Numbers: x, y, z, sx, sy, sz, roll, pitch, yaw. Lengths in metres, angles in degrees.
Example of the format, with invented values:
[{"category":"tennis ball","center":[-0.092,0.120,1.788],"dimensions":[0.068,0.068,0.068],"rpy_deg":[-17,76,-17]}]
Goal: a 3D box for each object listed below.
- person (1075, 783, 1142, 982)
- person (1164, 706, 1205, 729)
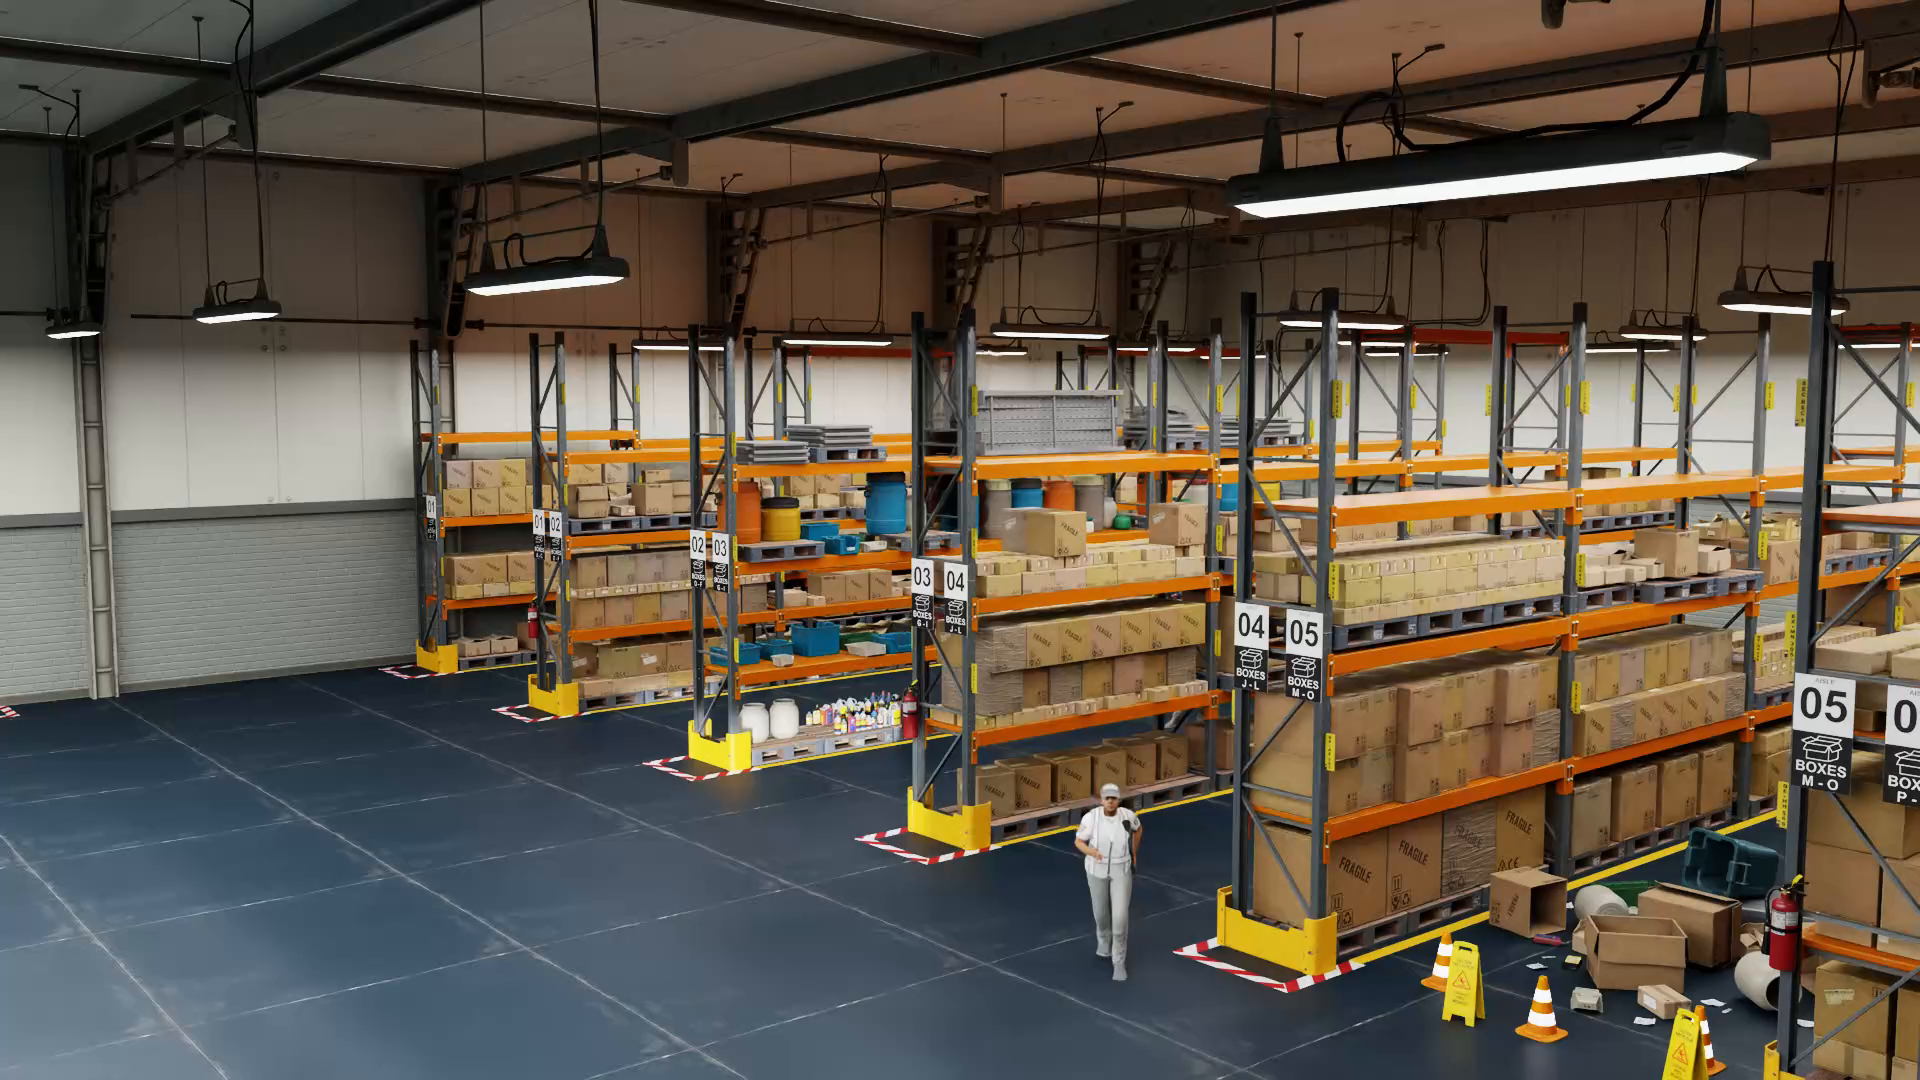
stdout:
[{"category":"person","center":[1.314,2.988,14.747],"dimensions":[0.591,1.725,0.765],"rpy_deg":[1,5,8]},{"category":"person","center":[3.256,1.822,23.800],"dimensions":[0.773,1.720,0.608],"rpy_deg":[-4,7,-36]}]
